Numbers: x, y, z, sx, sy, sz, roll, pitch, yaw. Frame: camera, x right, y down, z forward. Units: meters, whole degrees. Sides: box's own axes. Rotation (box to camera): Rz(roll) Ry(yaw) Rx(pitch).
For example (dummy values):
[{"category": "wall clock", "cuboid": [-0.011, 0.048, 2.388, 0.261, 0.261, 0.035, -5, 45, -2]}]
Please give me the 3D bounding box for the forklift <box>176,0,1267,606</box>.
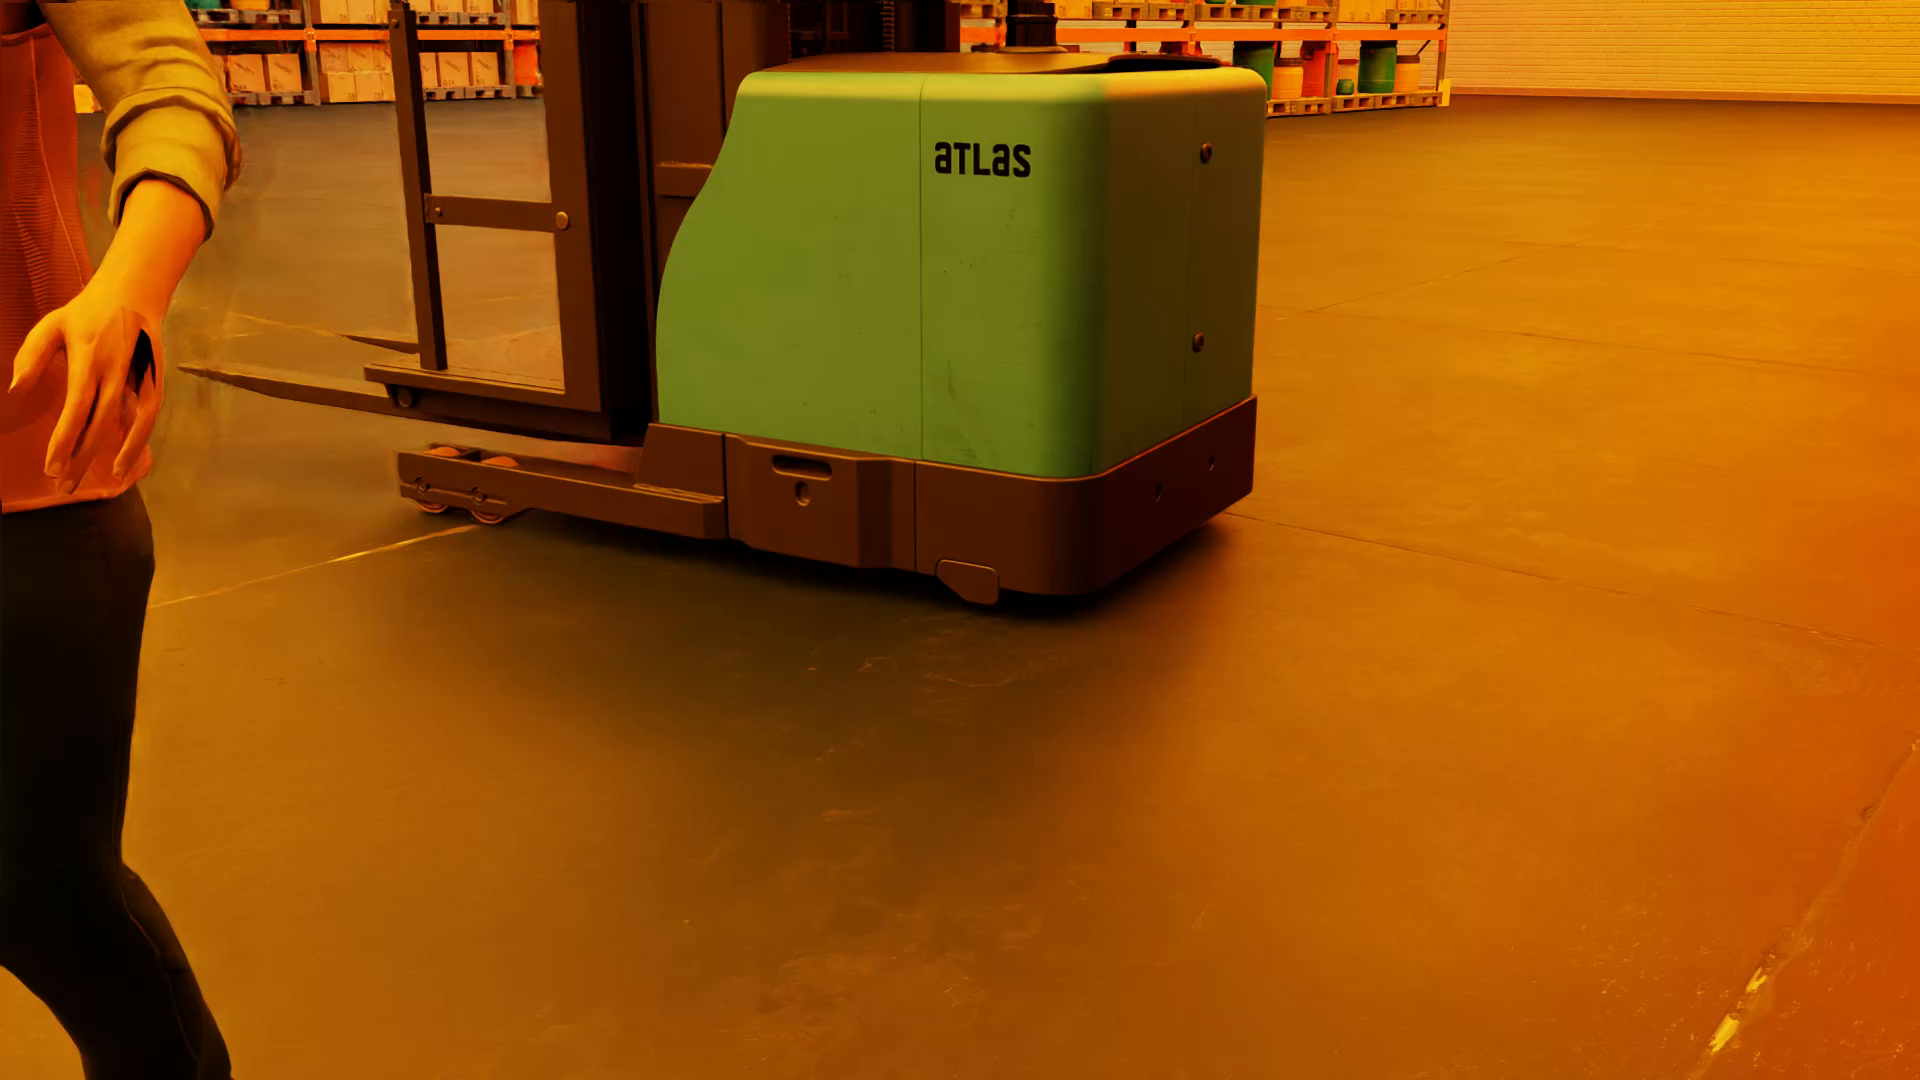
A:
[{"category": "forklift", "cuboid": [-0.812, -1.562, 4.041, 3.031, 2.935, 1.130, 10, 19, 29]}]
